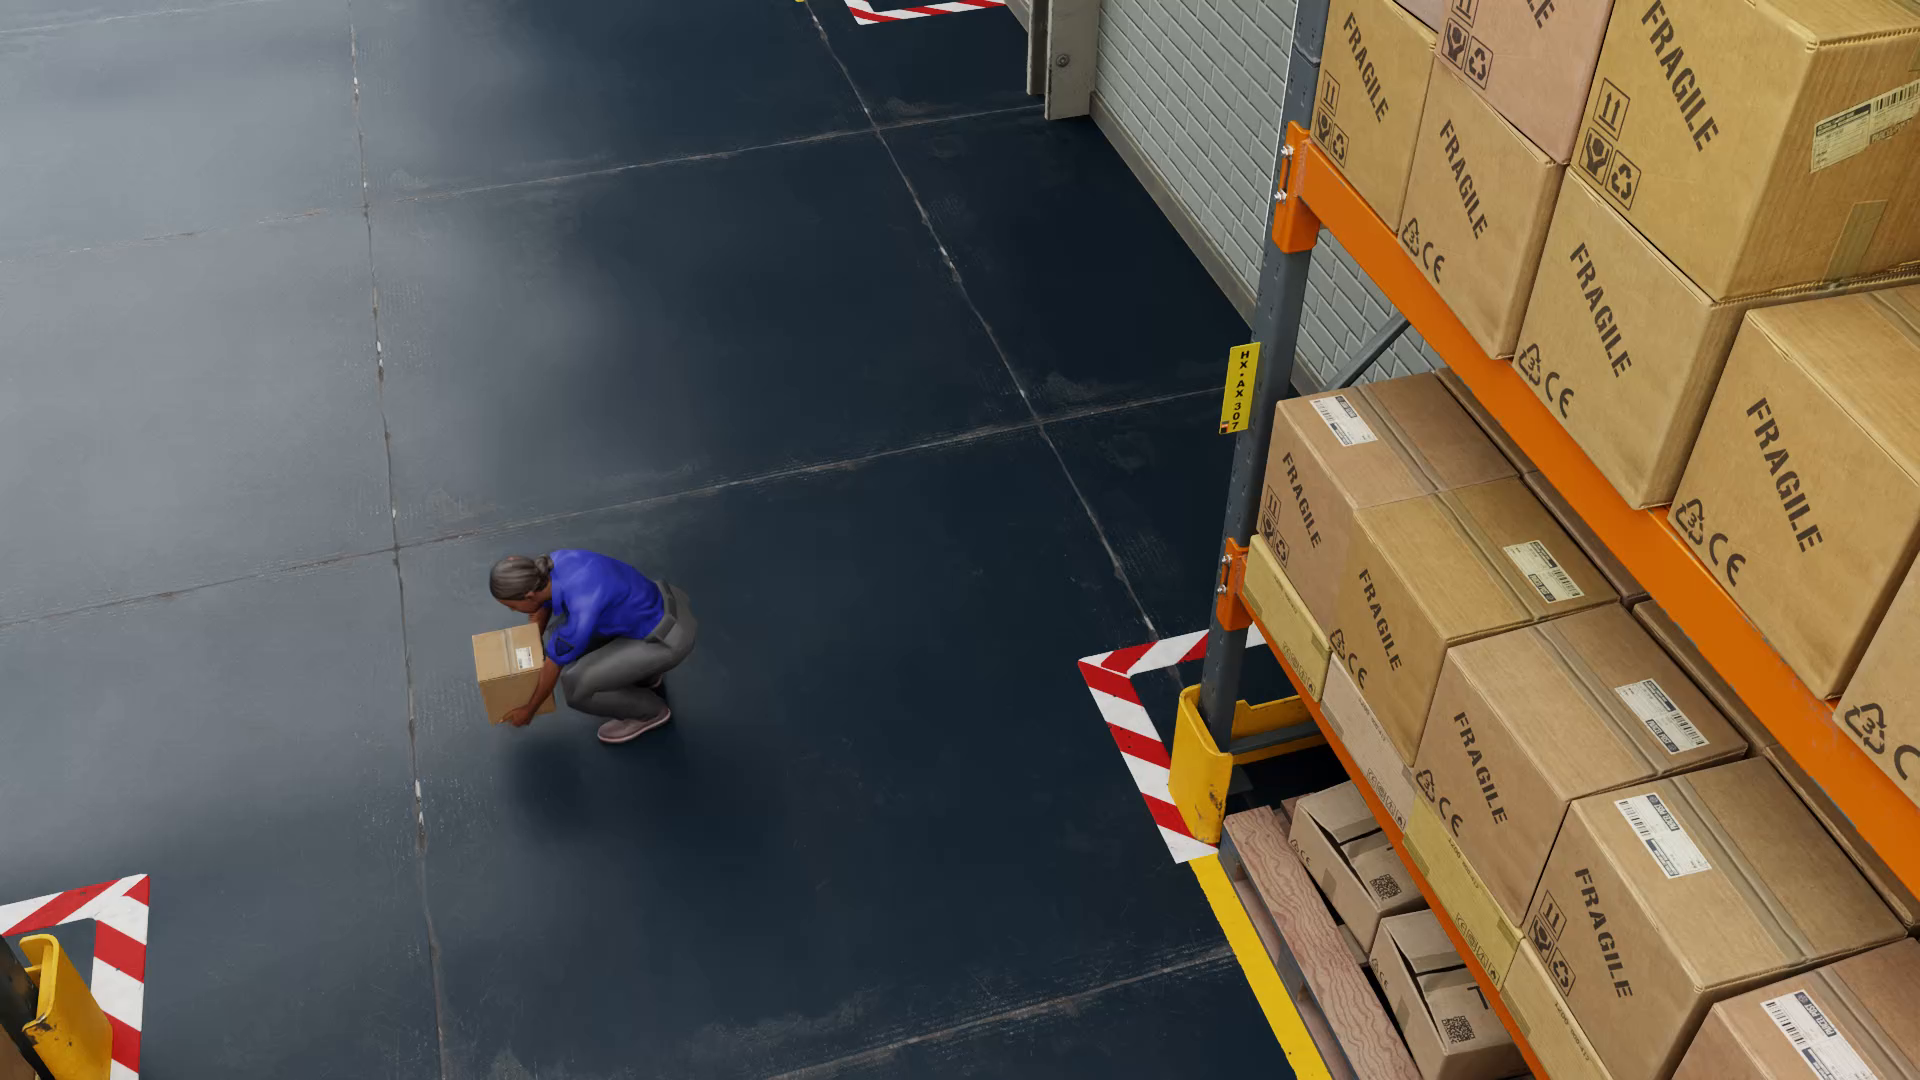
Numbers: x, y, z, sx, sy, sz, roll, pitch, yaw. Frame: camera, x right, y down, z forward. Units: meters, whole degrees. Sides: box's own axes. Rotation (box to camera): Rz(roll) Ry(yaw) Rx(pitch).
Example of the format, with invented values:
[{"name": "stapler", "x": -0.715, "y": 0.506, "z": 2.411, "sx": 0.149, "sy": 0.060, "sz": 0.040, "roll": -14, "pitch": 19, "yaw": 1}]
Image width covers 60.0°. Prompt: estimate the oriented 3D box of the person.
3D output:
[{"name": "person", "x": -1.399, "y": 0.350, "z": 6.314, "sx": 0.801, "sy": 0.957, "sz": 0.459, "roll": -13, "pitch": 44, "yaw": -14}]
